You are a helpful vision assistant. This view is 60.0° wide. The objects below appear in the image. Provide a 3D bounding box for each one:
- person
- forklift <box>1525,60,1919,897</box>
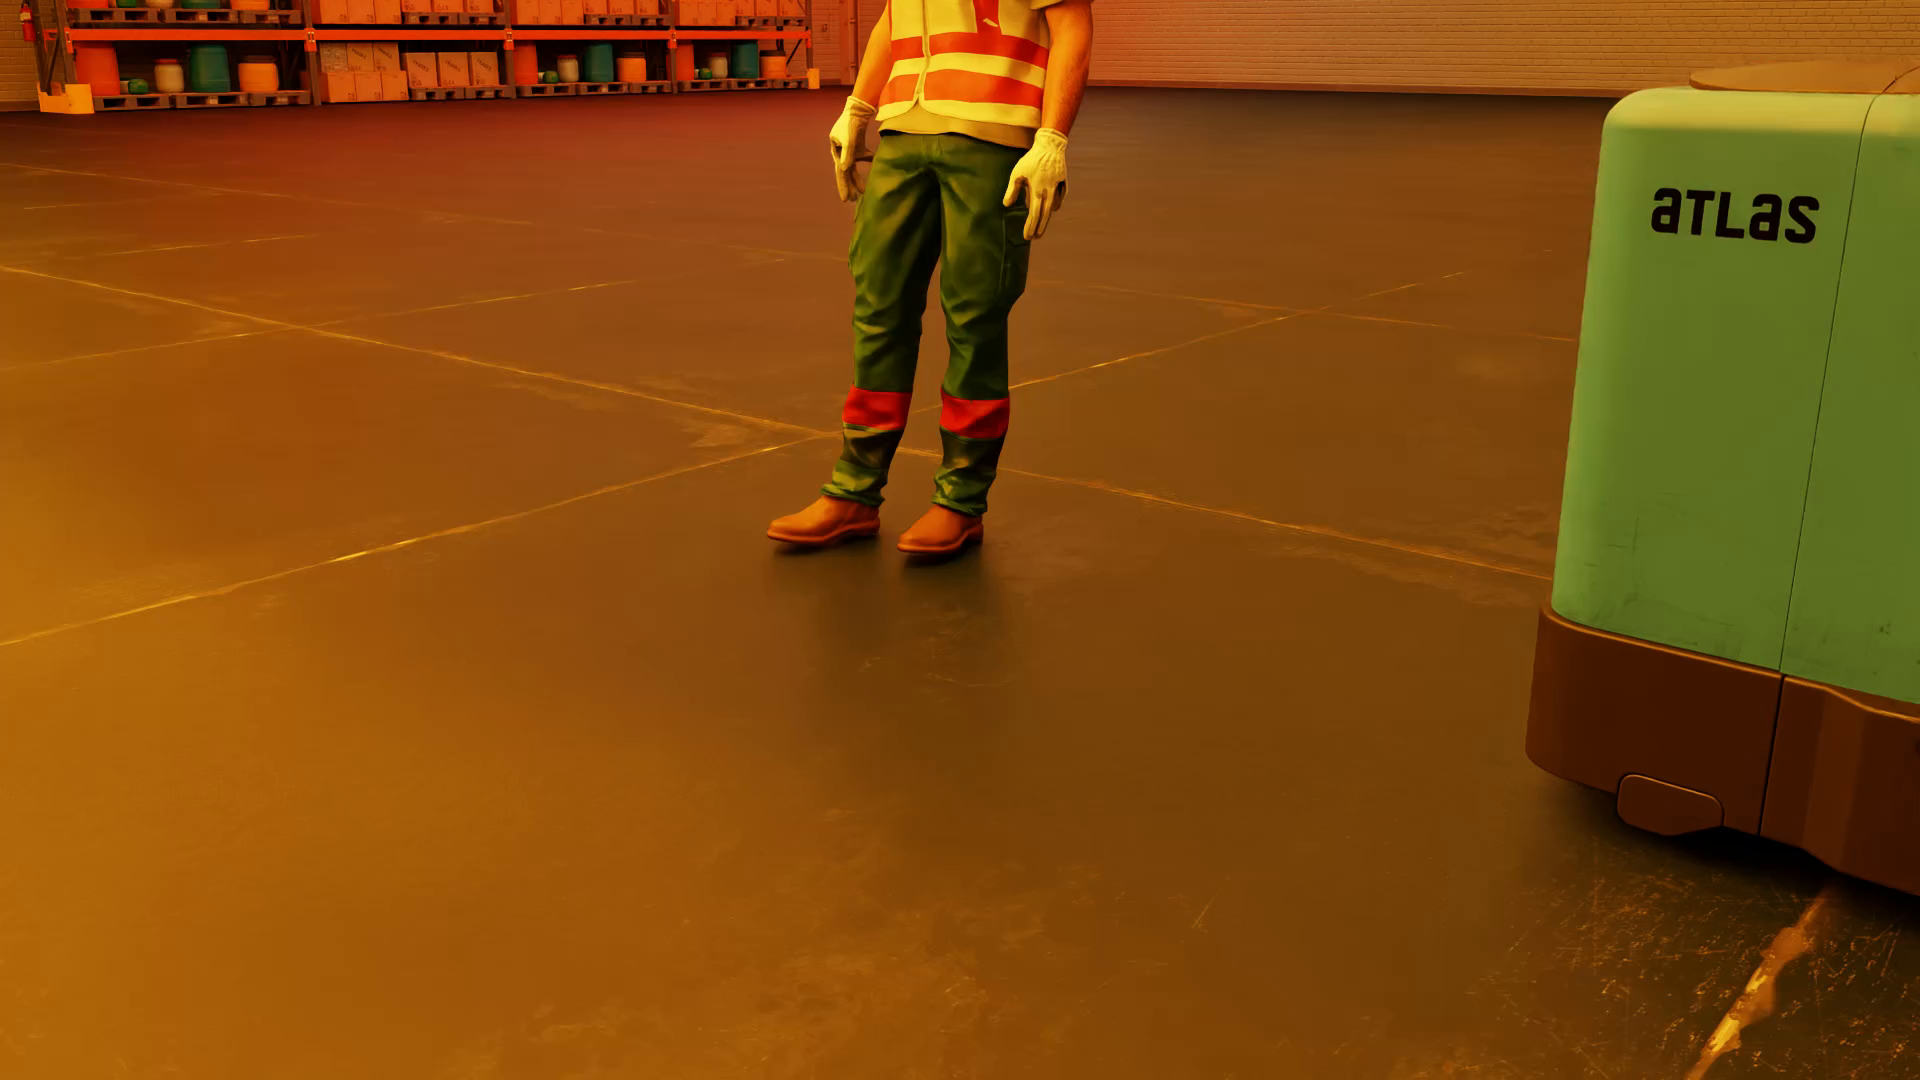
[{"bbox_3d":[-0.060,-0.847,3.628,0.638,1.787,0.564,13,21,37],"label":"person"},{"bbox_3d":[2.308,-0.808,1.557,3.031,2.935,1.130,15,22,40],"label":"forklift"}]
